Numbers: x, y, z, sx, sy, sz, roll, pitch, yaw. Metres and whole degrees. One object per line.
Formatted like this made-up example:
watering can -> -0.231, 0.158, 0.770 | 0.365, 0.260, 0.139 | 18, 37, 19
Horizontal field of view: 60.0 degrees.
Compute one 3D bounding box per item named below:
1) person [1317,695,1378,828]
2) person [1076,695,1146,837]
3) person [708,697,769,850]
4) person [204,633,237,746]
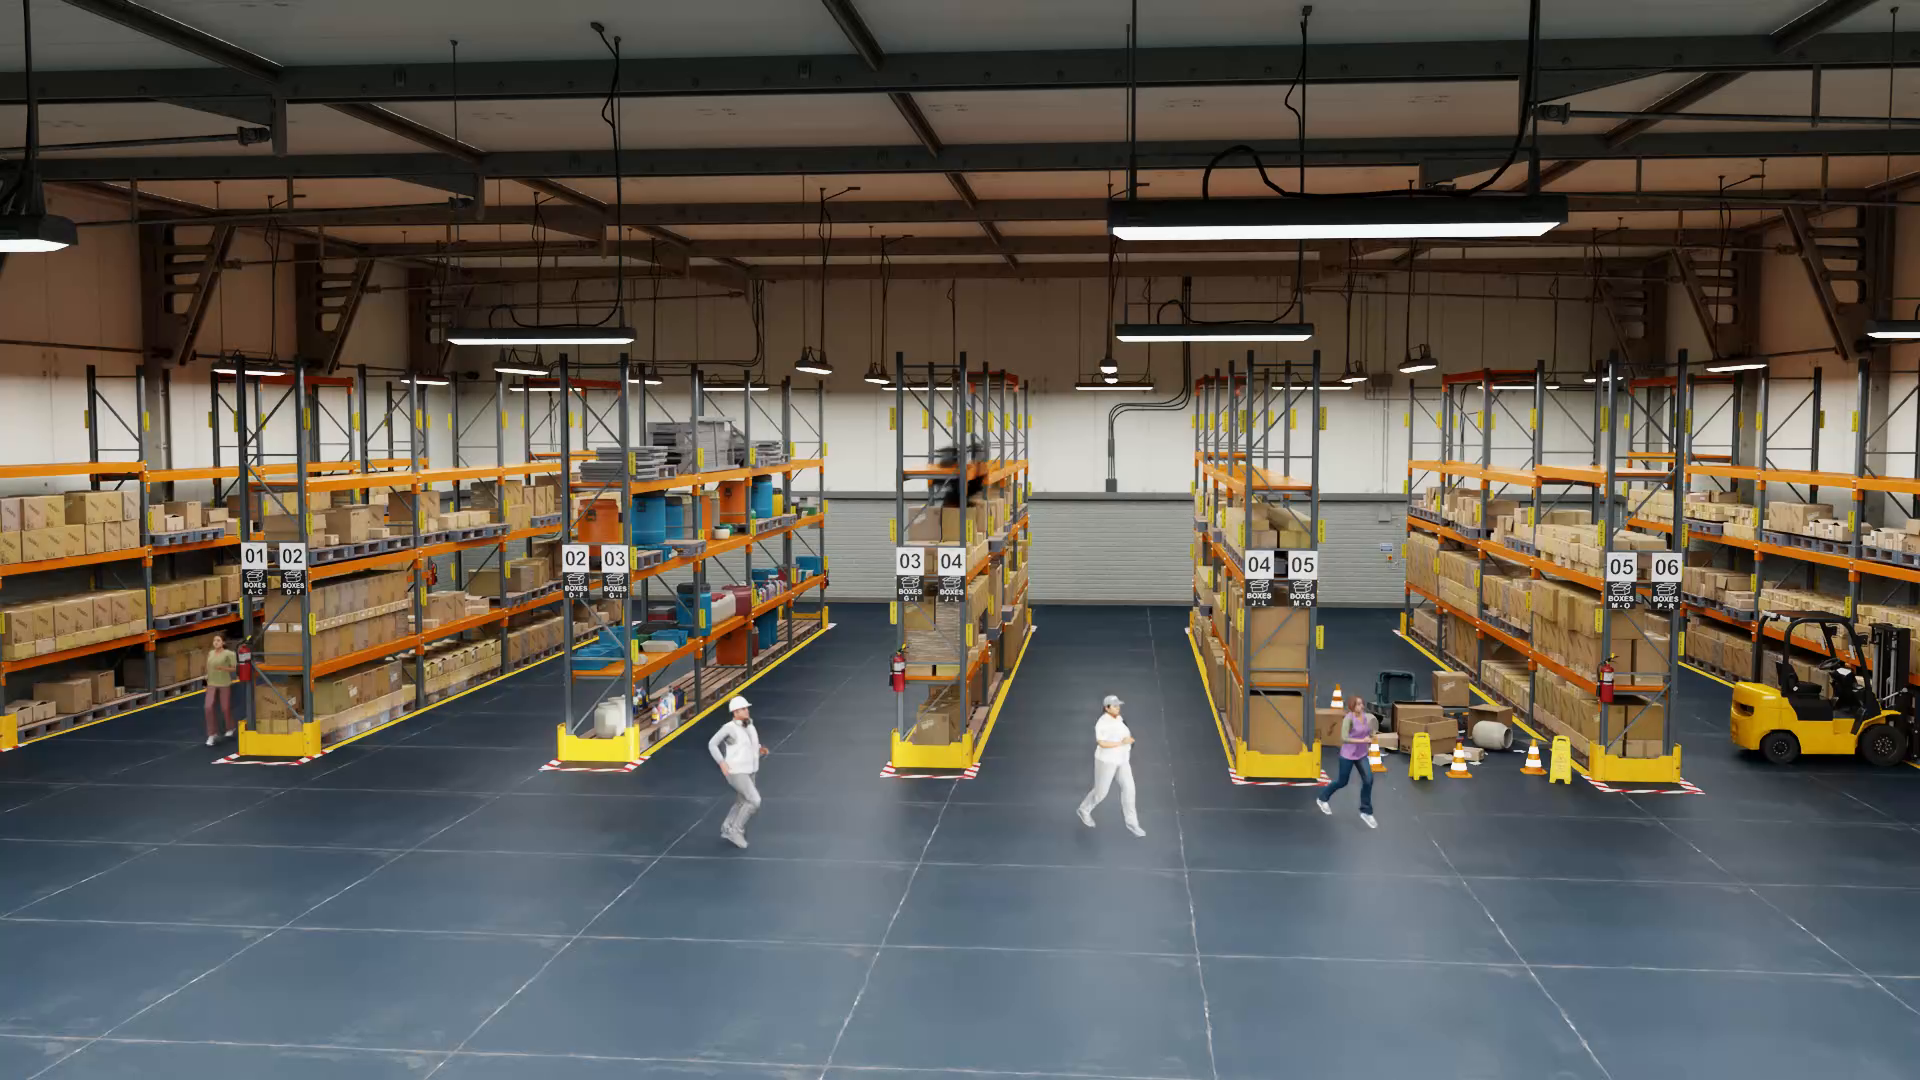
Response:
person -> 4.876, 2.727, 20.781 | 0.549, 1.627, 0.852 | -3, 5, -33
person -> 1.843, 2.718, 20.212 | 0.912, 1.679, 0.597 | 4, 6, 43
person -> -2.553, 2.733, 19.544 | 0.703, 1.783, 0.628 | 2, 5, 26
person -> -11.562, 2.312, 25.959 | 0.554, 1.717, 0.698 | 0, 4, -1
